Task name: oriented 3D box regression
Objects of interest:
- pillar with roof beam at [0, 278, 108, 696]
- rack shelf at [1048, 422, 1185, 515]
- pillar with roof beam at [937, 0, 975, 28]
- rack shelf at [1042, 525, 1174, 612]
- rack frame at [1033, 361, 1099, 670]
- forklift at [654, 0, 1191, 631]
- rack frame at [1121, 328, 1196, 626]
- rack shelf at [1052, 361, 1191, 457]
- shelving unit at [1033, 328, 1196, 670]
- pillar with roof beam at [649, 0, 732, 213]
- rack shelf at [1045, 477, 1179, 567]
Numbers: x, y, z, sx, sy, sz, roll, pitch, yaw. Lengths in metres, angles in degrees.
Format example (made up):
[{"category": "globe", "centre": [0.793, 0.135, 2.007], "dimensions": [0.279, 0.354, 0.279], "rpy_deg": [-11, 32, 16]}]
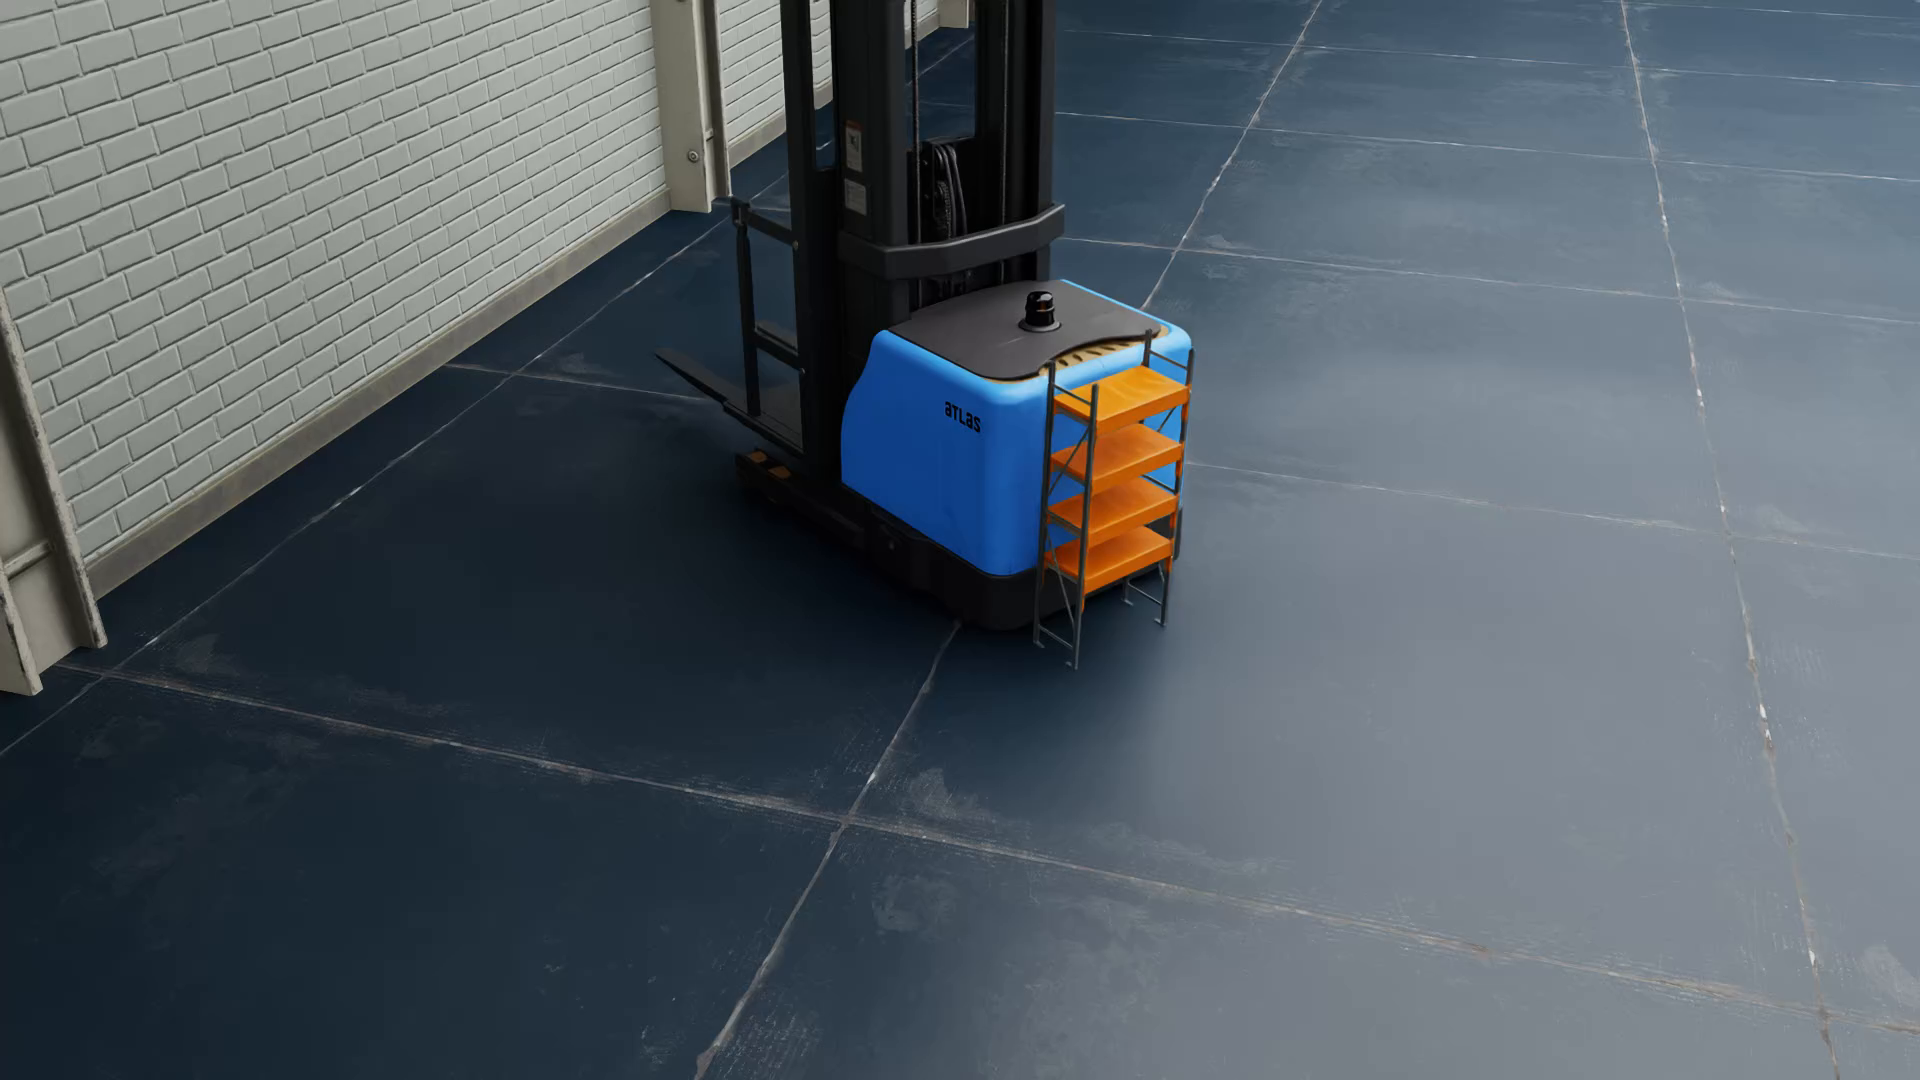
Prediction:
[{"category": "pillar with roof beam", "centre": [0.567, -2.850, 3.116], "dimensions": [9.100, 9.000, 0.400], "rpy_deg": [8, 30, 15]}, {"category": "rack shelf", "centre": [0.574, -0.279, 6.185], "dimensions": [0.480, 0.148, 0.258], "rpy_deg": [-22, 38, -34]}, {"category": "pillar with roof beam", "centre": [4.089, -8.426, 13.140], "dimensions": [9.100, 9.000, 0.400], "rpy_deg": [8, 30, 15]}, {"category": "rack shelf", "centre": [0.562, 0.083, 6.401], "dimensions": [0.480, 0.148, 0.258], "rpy_deg": [-22, 38, -34]}, {"category": "rack frame", "centre": [0.383, -0.068, 6.128], "dimensions": [0.015, 1.200, 0.240], "rpy_deg": [-22, 38, -34]}, {"category": "forklift", "centre": [-0.378, -1.580, 7.076], "dimensions": [1.130, 2.935, 3.031], "rpy_deg": [-21, 35, -33]}, {"category": "rack frame", "centre": [0.756, -0.221, 6.402], "dimensions": [0.015, 1.200, 0.240], "rpy_deg": [-22, 38, -34]}, {"category": "rack shelf", "centre": [0.580, -0.482, 6.063], "dimensions": [0.480, 0.148, 0.258], "rpy_deg": [-22, 38, -34]}, {"category": "shelving unit", "centre": [0.569, -0.145, 6.265], "dimensions": [0.503, 1.200, 0.258], "rpy_deg": [-22, 38, -34]}, {"category": "pillar with roof beam", "centre": [2.328, -5.638, 8.128], "dimensions": [9.100, 9.000, 0.400], "rpy_deg": [8, 30, 15]}, {"category": "rack shelf", "centre": [0.568, -0.087, 6.300], "dimensions": [0.480, 0.148, 0.258], "rpy_deg": [-22, 38, -34]}]
